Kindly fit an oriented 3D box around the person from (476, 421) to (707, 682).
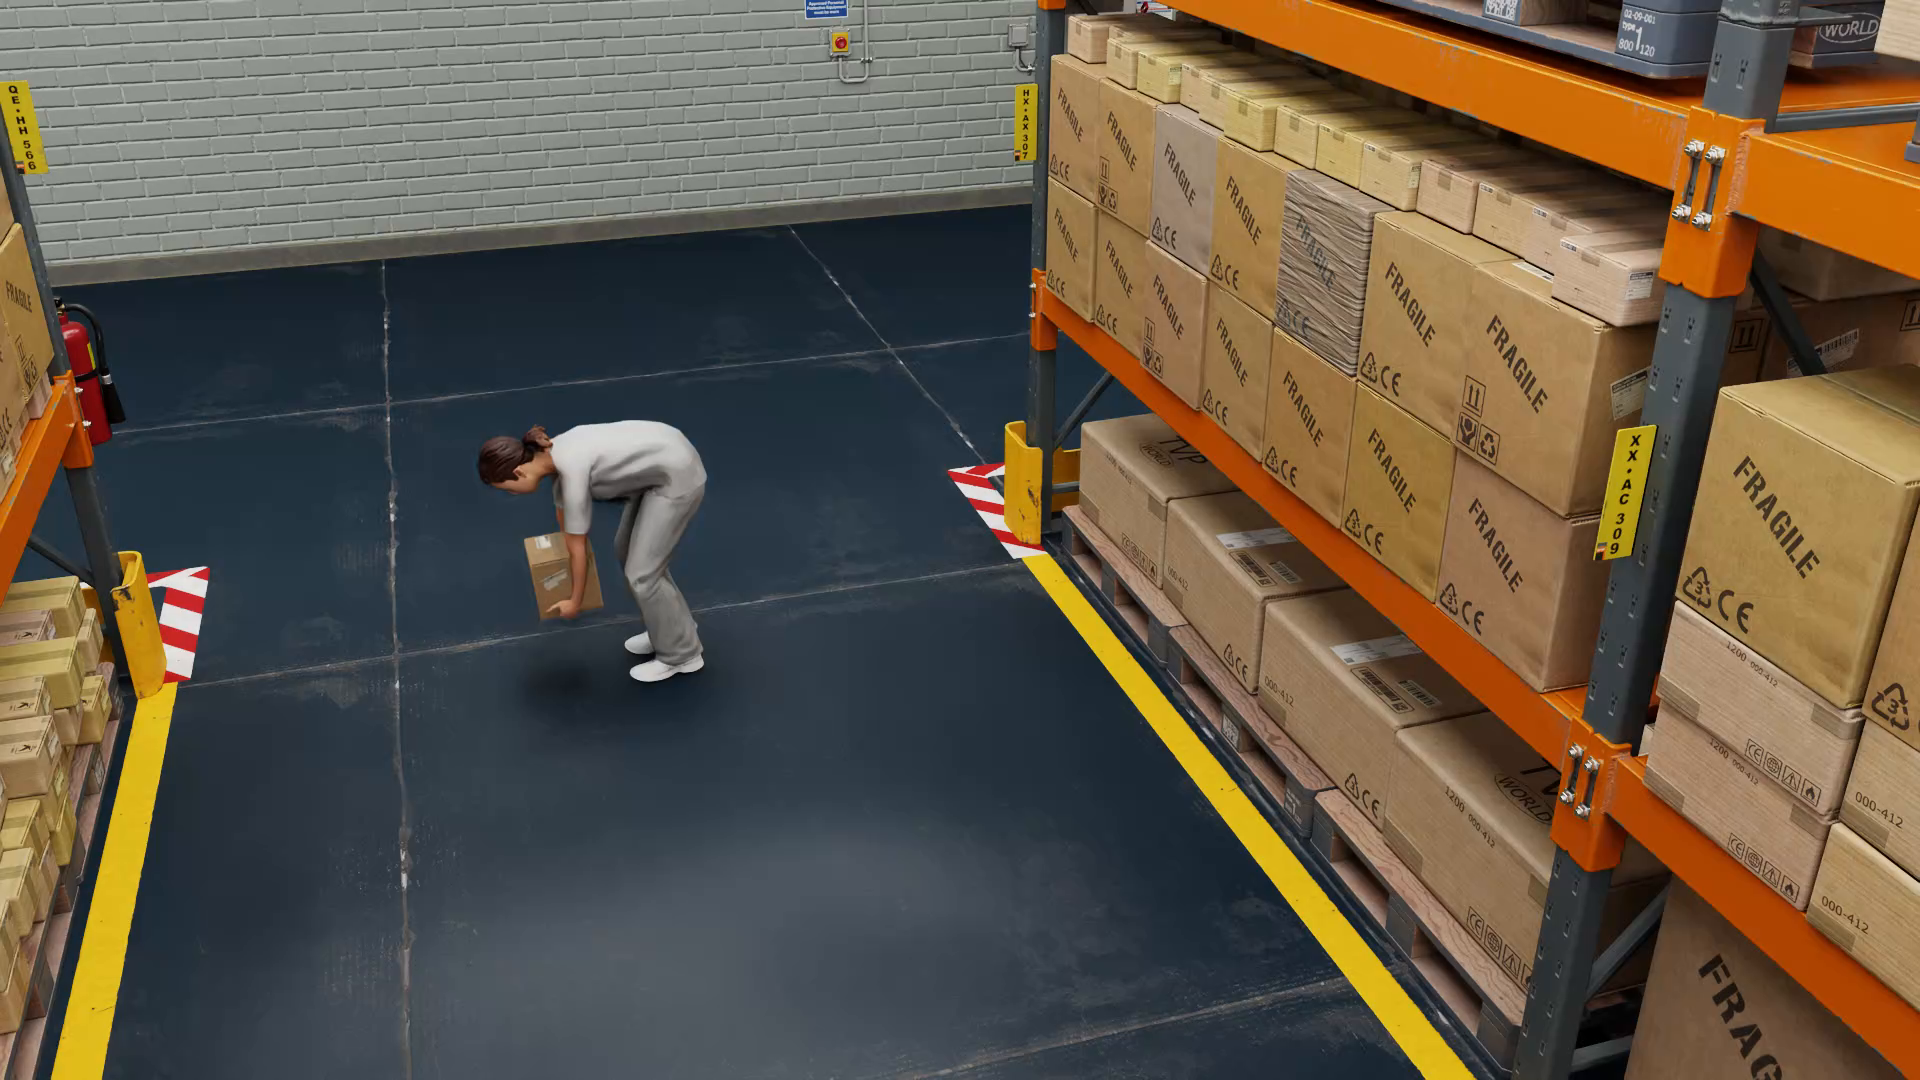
[{"bbox_3d":[-1.437,0.040,6.674,0.870,1.110,0.425,-9,28,-18],"label":"person"}]
